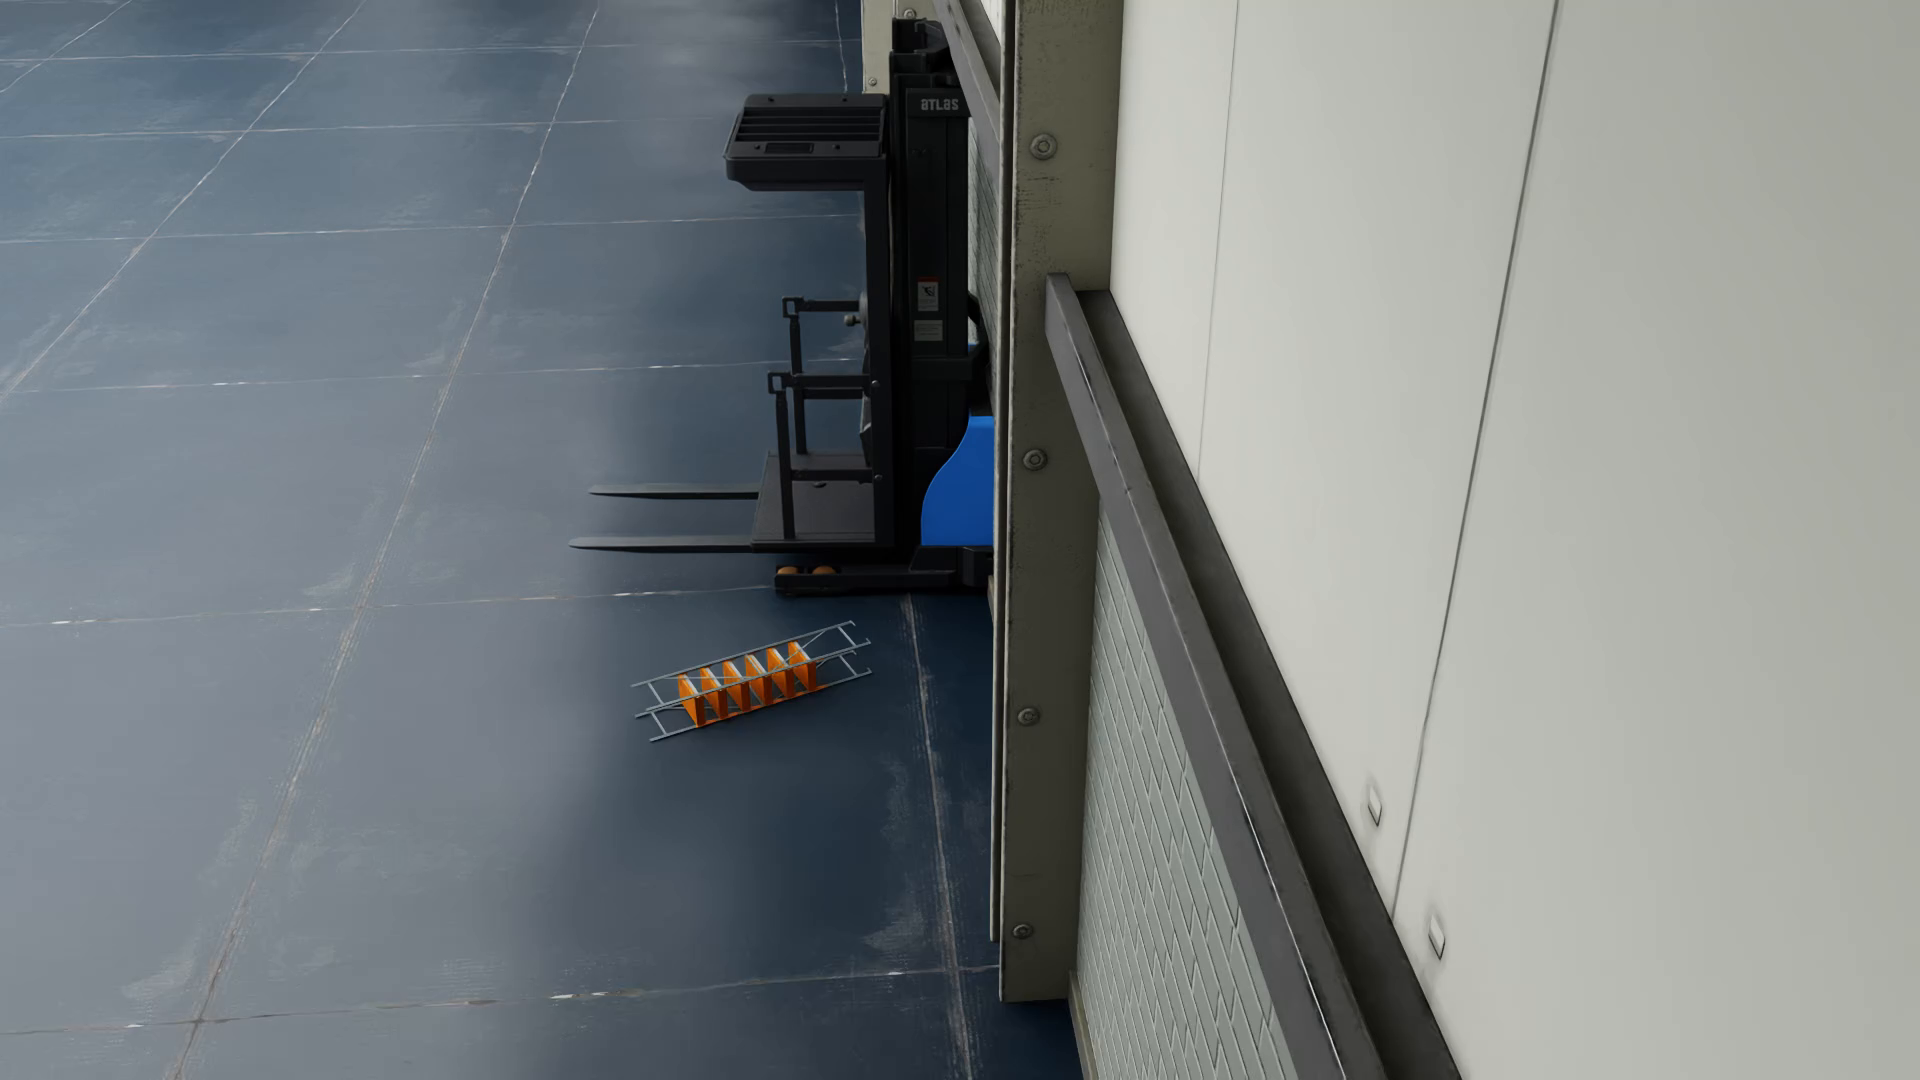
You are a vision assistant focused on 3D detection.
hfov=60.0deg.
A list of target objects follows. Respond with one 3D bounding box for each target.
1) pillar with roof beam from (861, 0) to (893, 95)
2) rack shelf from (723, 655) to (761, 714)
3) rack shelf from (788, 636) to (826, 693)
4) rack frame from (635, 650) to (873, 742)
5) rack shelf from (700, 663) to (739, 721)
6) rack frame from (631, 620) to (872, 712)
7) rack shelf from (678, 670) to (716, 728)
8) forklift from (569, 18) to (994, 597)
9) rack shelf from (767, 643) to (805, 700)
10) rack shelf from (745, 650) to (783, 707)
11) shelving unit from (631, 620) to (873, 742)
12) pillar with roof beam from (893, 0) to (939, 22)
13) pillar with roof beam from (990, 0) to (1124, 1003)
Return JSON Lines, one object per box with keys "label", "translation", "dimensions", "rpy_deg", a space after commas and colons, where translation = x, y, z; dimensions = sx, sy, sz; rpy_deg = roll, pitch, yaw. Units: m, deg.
{"label": "pillar with roof beam", "translation": [-5.110, -8.042, 14.438], "dimensions": [9.100, 9.000, 0.400], "rpy_deg": [-3, 31, -5]}
{"label": "rack shelf", "translation": [-1.101, 0.721, 8.355], "dimensions": [0.103, 0.180, 0.258], "rpy_deg": [-16, 34, -24]}
{"label": "rack shelf", "translation": [-0.786, 0.632, 8.503], "dimensions": [0.103, 0.180, 0.258], "rpy_deg": [-16, 34, -24]}
{"label": "rack frame", "translation": [-1.035, 0.781, 8.433], "dimensions": [1.200, 0.006, 0.240], "rpy_deg": [-16, 34, -24]}
{"label": "rack shelf", "translation": [-1.207, 0.750, 8.305], "dimensions": [0.103, 0.180, 0.258], "rpy_deg": [-16, 34, -24]}
{"label": "rack frame", "translation": [-1.035, 0.623, 8.339], "dimensions": [1.200, 0.006, 0.240], "rpy_deg": [-16, 34, -24]}
{"label": "rack shelf", "translation": [-1.312, 0.780, 8.256], "dimensions": [0.103, 0.180, 0.258], "rpy_deg": [-16, 34, -24]}
{"label": "forklift", "translation": [-0.673, -1.218, 8.930], "dimensions": [3.031, 2.935, 1.130], "rpy_deg": [0, 31, -1]}
{"label": "rack shelf", "translation": [-0.891, 0.662, 8.454], "dimensions": [0.103, 0.180, 0.258], "rpy_deg": [-16, 34, -24]}
{"label": "rack shelf", "translation": [-0.996, 0.691, 8.404], "dimensions": [0.103, 0.180, 0.258], "rpy_deg": [-16, 34, -24]}
{"label": "shelving unit", "translation": [-1.035, 0.702, 8.386], "dimensions": [1.200, 0.189, 0.258], "rpy_deg": [-16, 34, -24]}
{"label": "pillar with roof beam", "translation": [-4.549, -4.978, 9.309], "dimensions": [9.100, 9.000, 0.400], "rpy_deg": [-3, 31, -5]}
{"label": "pillar with roof beam", "translation": [-3.989, -1.915, 4.181], "dimensions": [9.100, 9.000, 0.400], "rpy_deg": [-3, 31, -5]}
